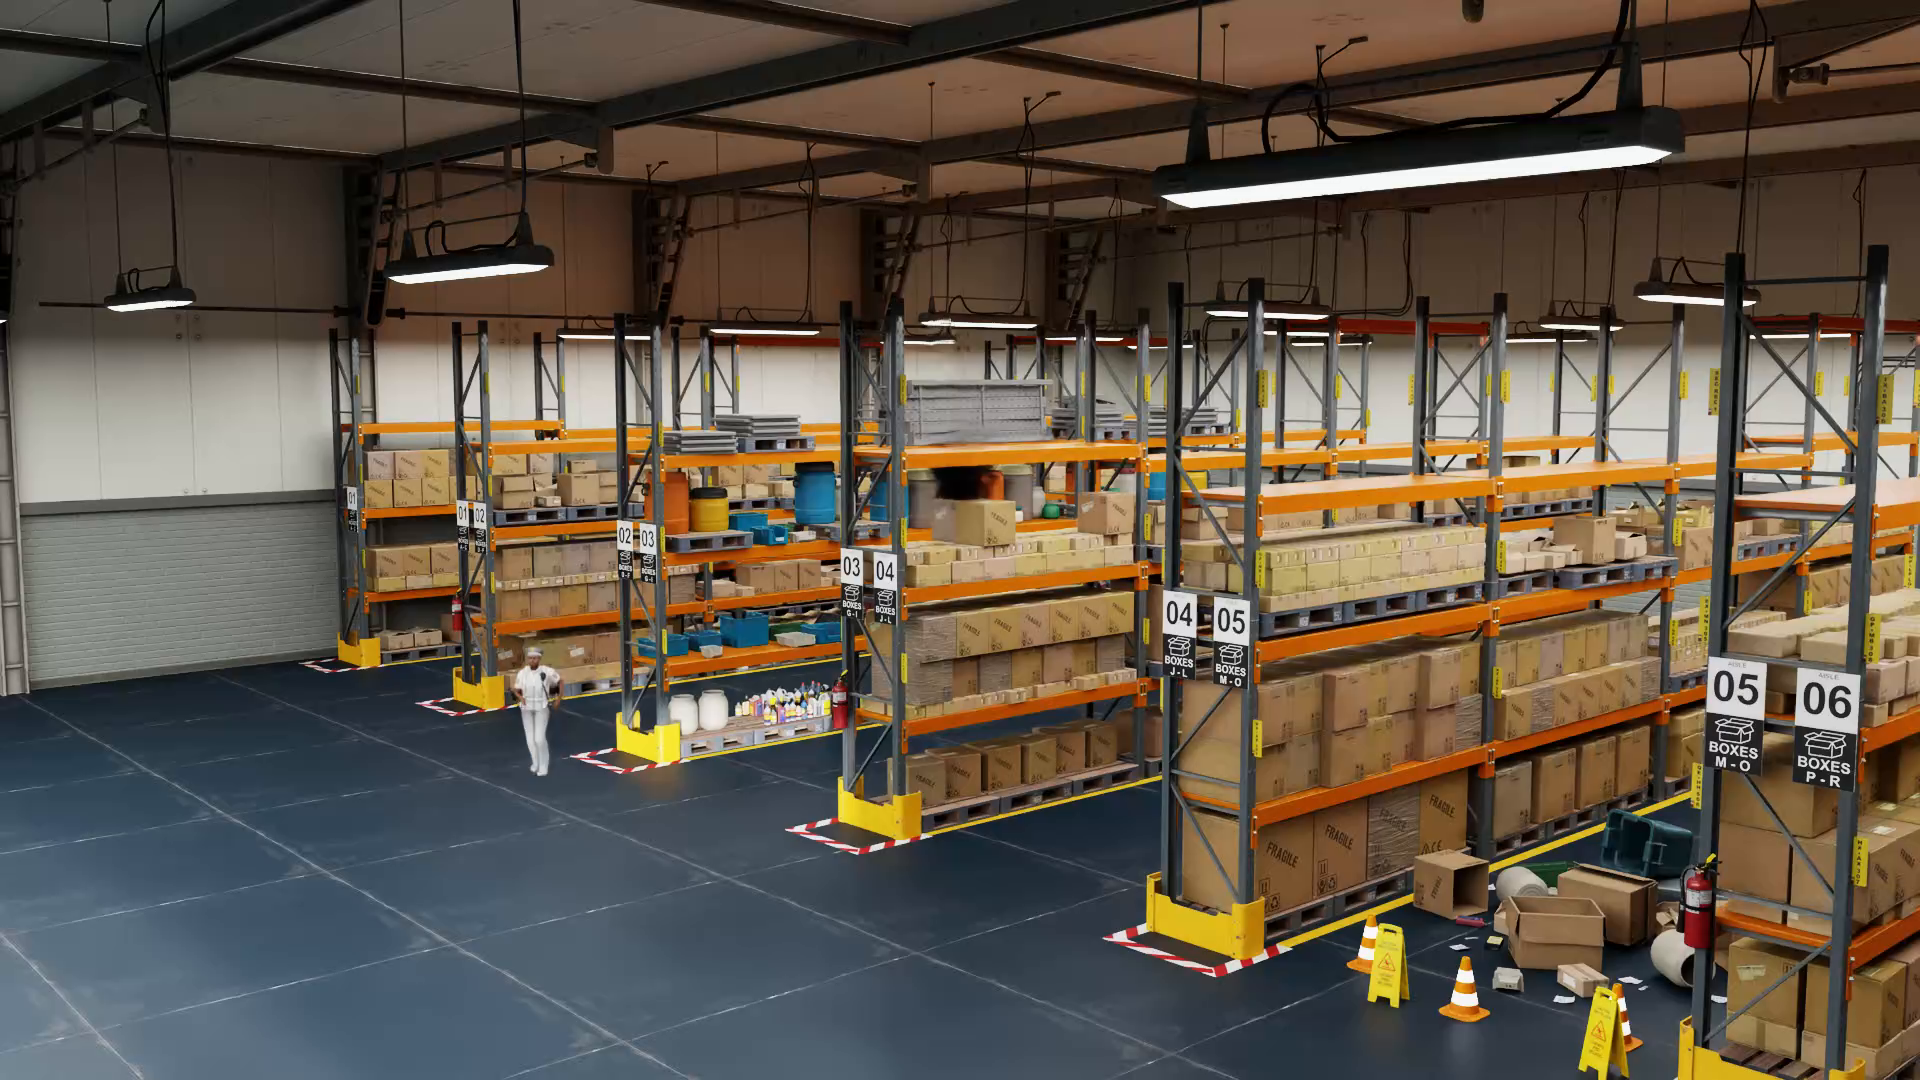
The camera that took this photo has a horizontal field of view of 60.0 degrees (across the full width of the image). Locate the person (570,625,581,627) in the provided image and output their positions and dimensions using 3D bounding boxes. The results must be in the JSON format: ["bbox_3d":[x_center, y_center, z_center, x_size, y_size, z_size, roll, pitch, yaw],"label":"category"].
[{"bbox_3d":[-6.756,1.433,29.481,0.562,1.687,0.867,4,7,35],"label":"person"}]

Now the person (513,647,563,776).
[{"bbox_3d":[-5.461,2.221,21.490,0.597,1.722,0.682,0,6,-1],"label":"person"}]

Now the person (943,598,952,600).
[{"bbox_3d":[-0.101,1.490,28.778,0.593,1.754,0.754,5,7,40],"label":"person"}]
